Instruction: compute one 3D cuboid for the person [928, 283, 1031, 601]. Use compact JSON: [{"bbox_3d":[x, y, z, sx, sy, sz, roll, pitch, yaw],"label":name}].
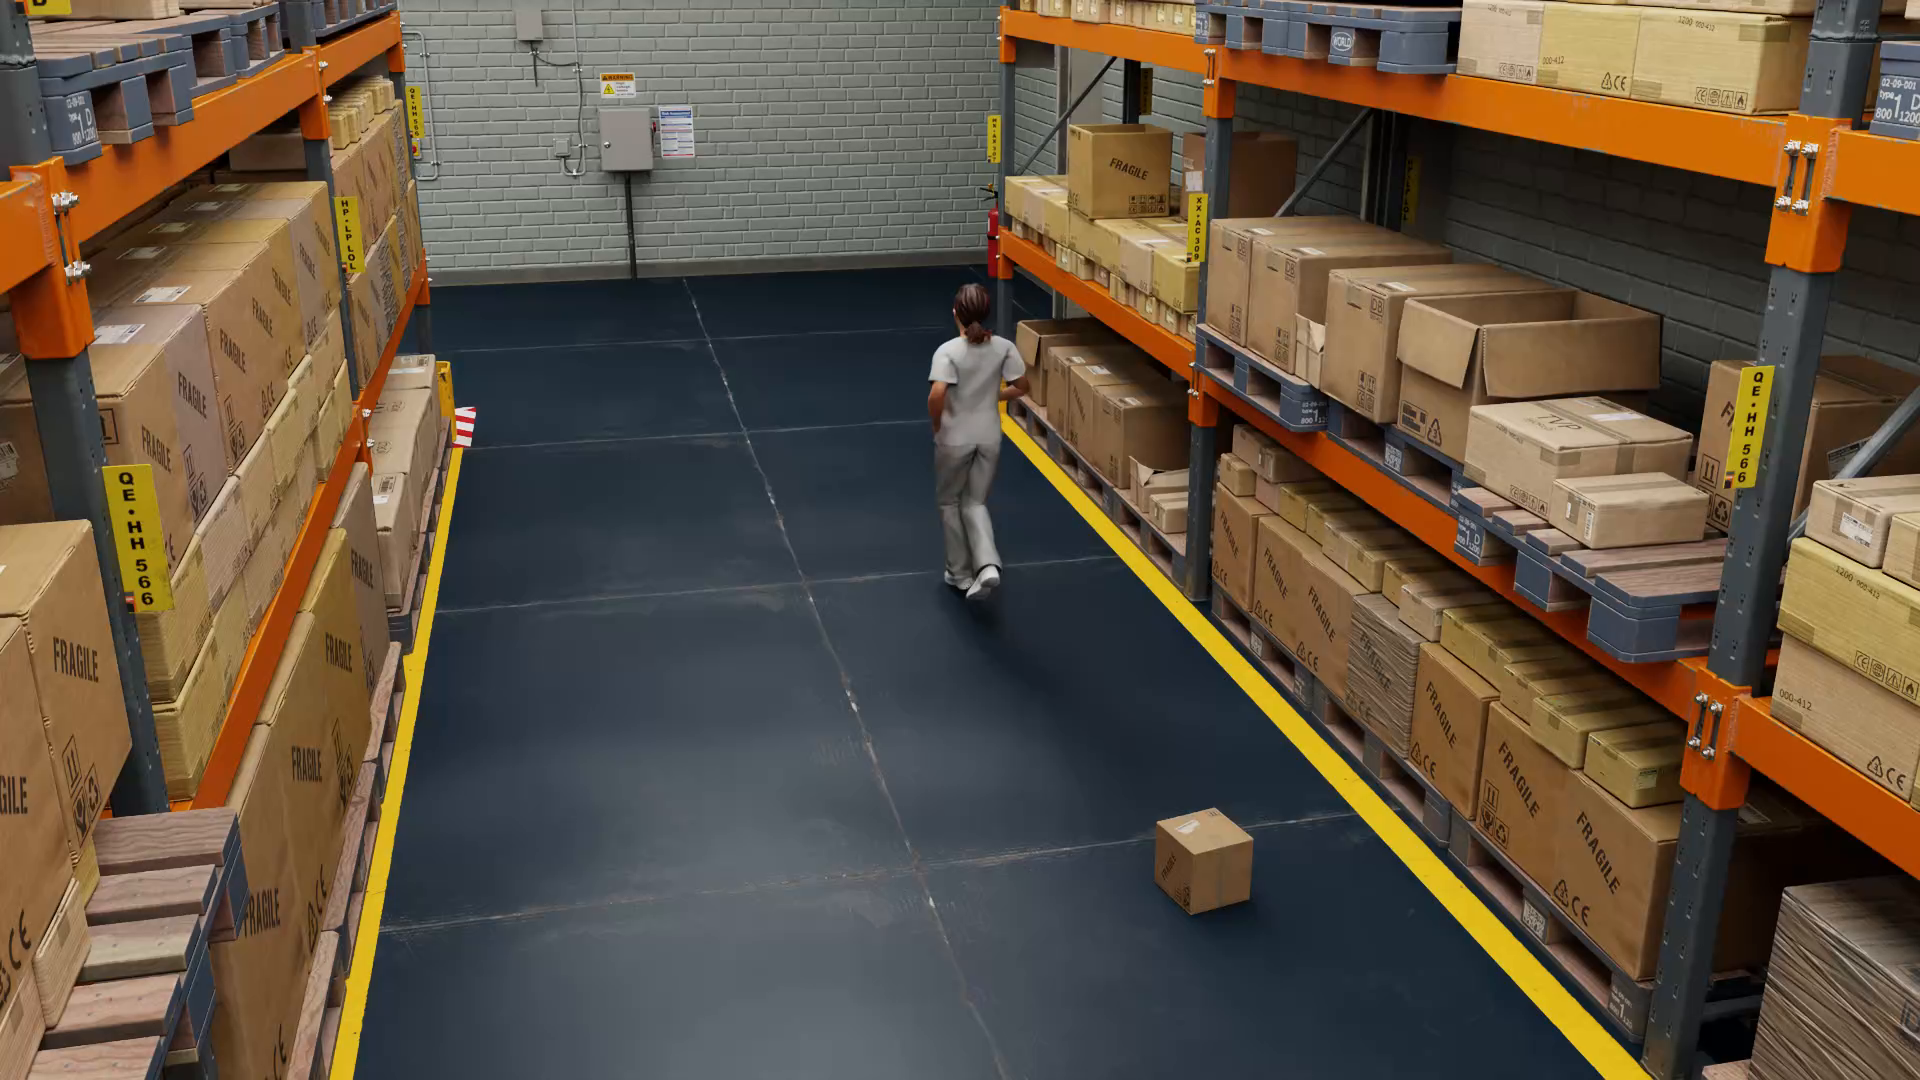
[{"bbox_3d":[0.072,-0.468,8.392,0.580,1.665,0.763,-7,21,-19],"label":"person"}]
